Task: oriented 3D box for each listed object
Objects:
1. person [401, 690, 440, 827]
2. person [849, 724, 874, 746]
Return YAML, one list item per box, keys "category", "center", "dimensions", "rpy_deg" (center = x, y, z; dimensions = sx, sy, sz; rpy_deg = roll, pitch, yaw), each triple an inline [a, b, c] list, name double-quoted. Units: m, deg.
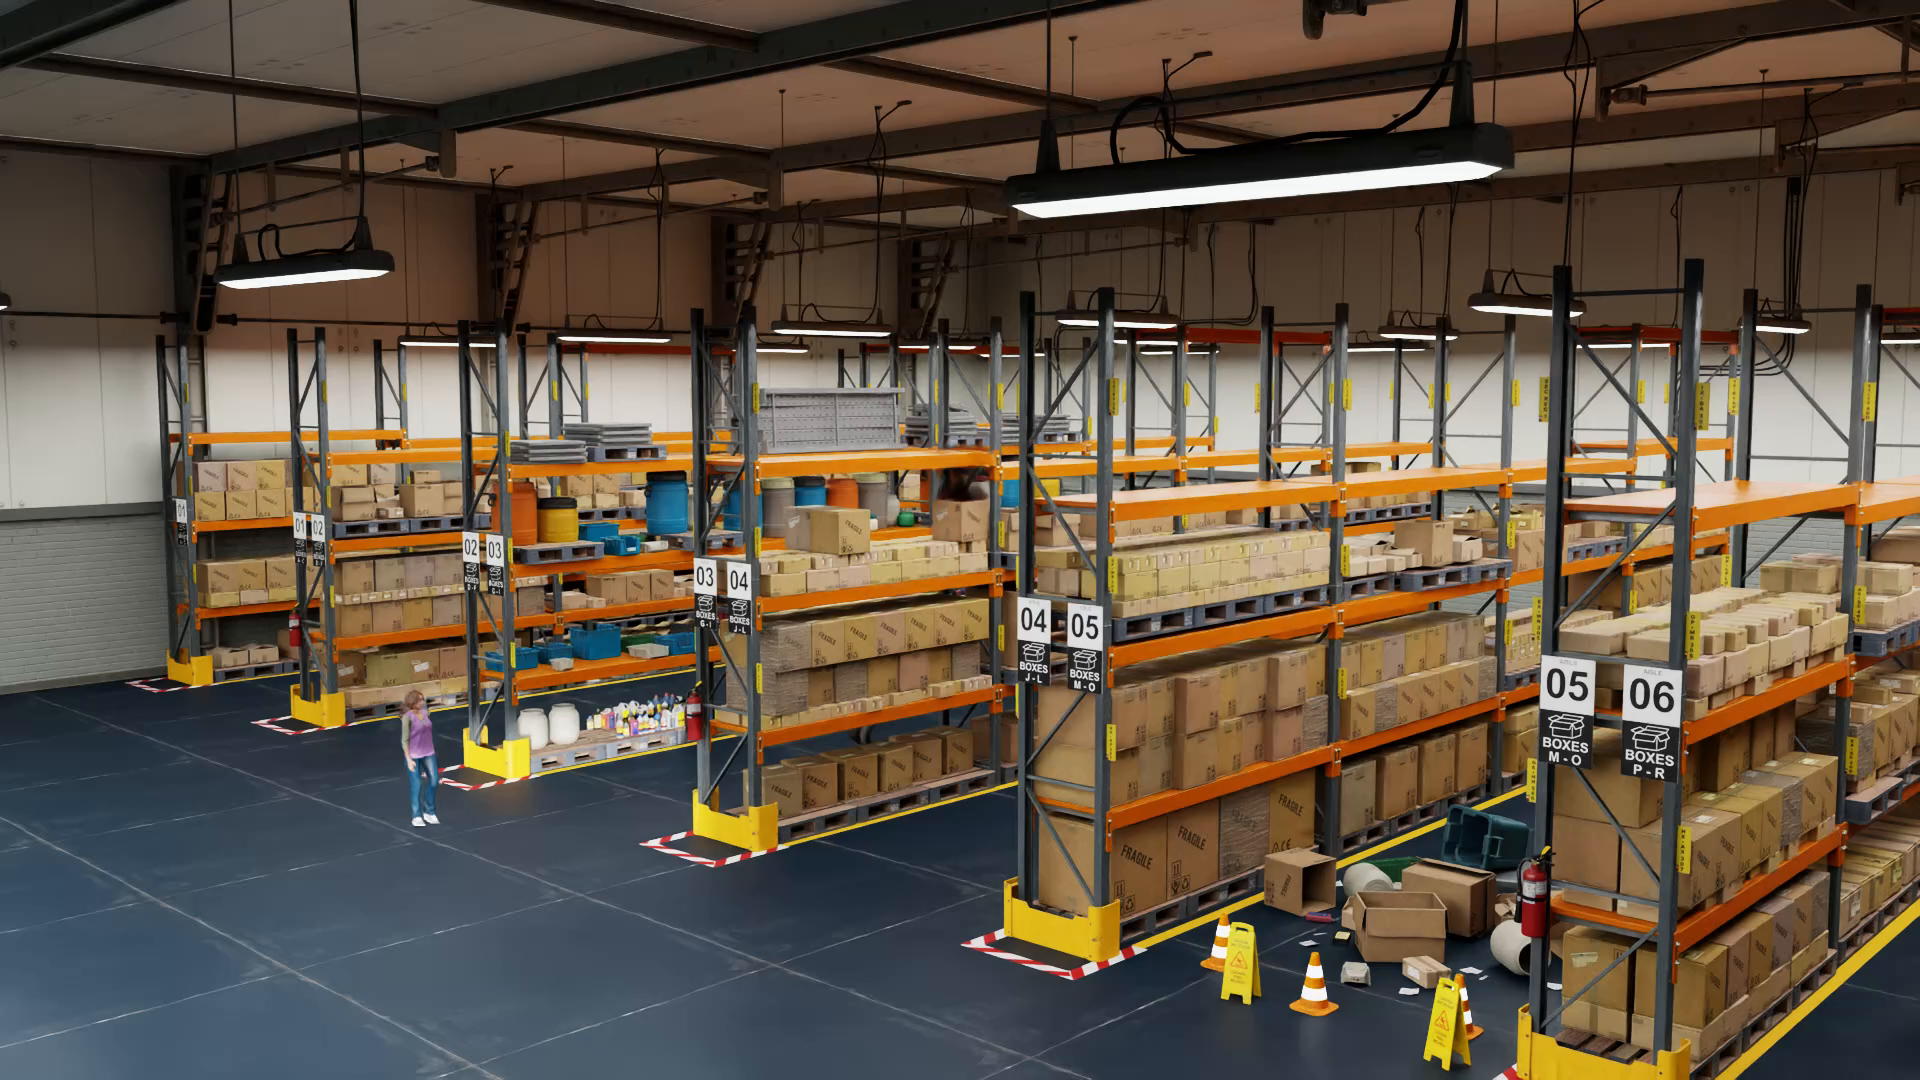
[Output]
- category: "person"
  center: [-6.332, 2.571, 19.486]
  dimensions: [0.365, 1.643, 0.464]
  rpy_deg: [5, 7, 42]
- category: "person"
  center: [-1.238, 2.262, 22.471]
  dimensions: [0.585, 1.612, 0.663]
  rpy_deg: [2, 6, 19]
